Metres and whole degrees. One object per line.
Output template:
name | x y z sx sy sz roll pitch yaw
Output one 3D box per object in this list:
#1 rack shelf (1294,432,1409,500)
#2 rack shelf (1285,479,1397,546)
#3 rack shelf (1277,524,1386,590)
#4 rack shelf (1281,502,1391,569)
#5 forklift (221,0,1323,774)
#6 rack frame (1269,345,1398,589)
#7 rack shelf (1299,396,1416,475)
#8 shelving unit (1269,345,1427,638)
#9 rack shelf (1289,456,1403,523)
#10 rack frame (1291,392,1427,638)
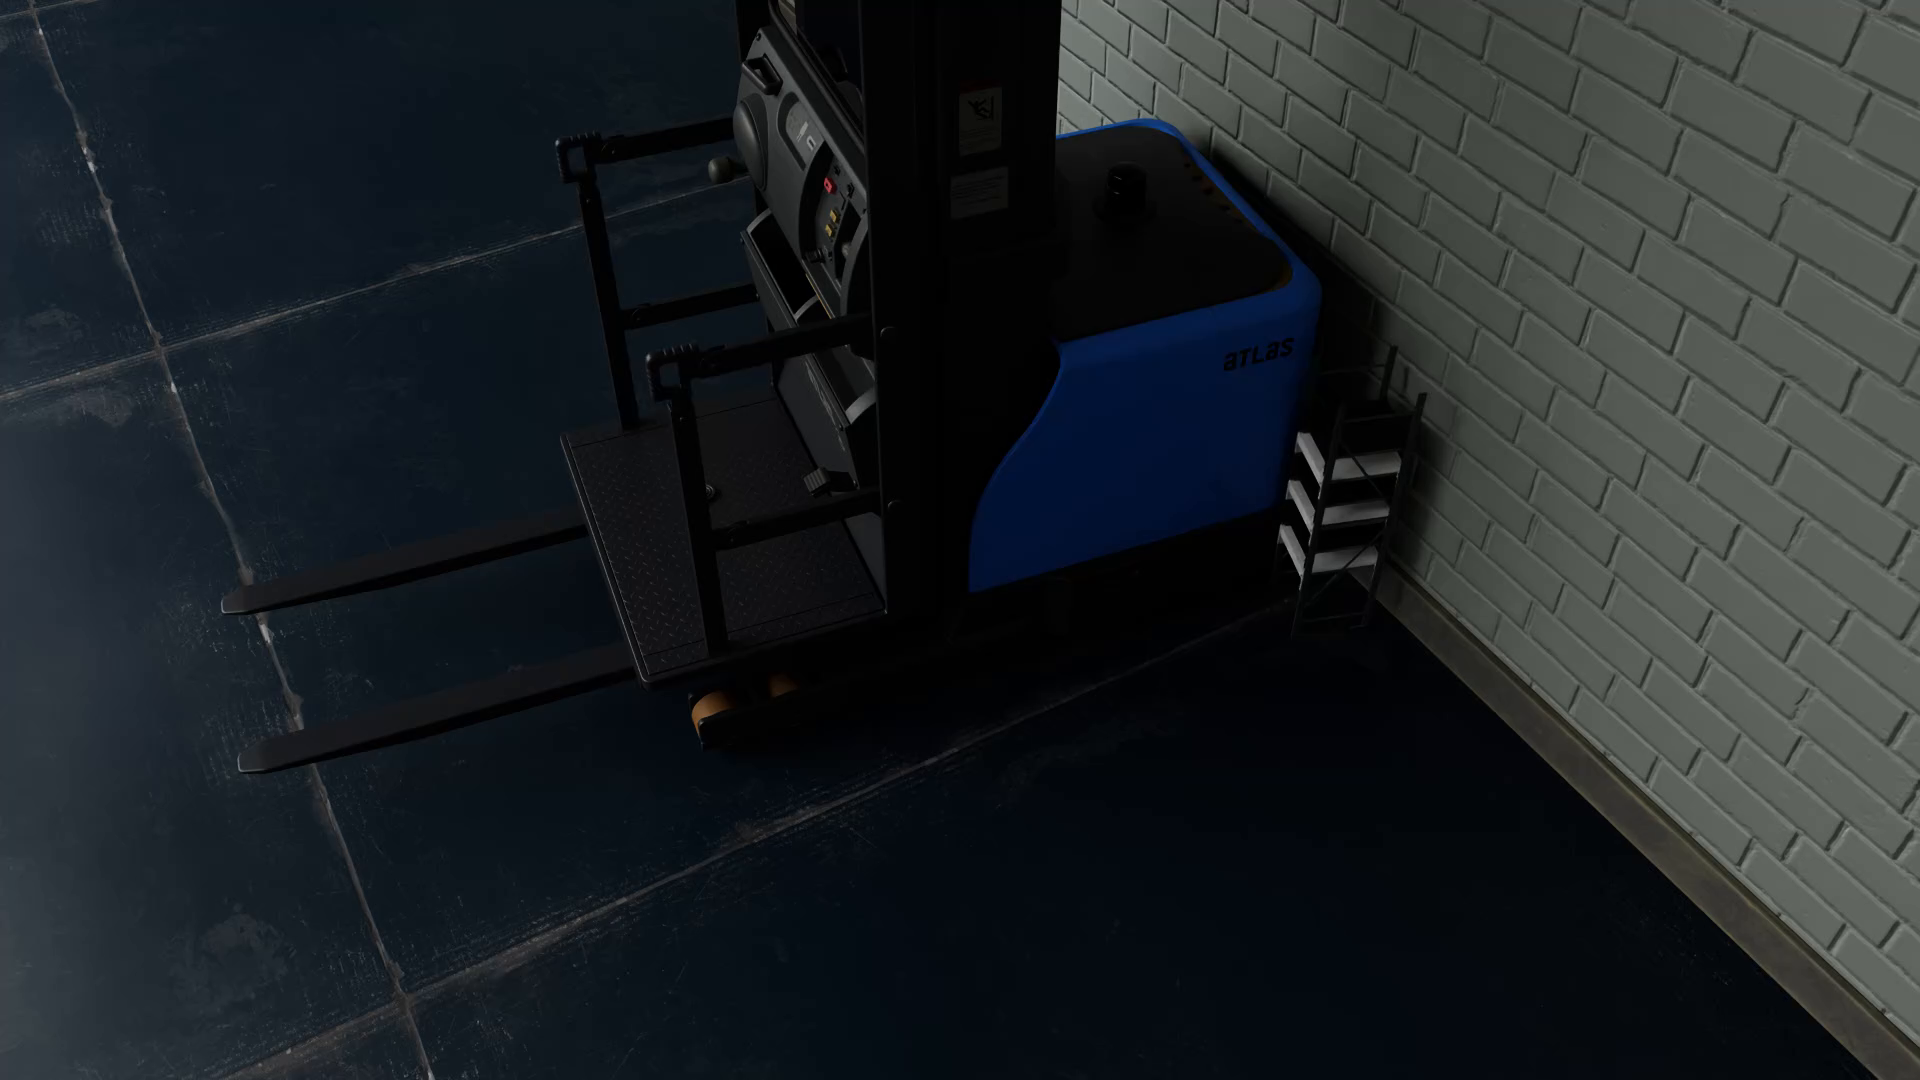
rack shelf | 1.085 -0.223 4.622 0.258 0.077 0.200 -8 45 -8
rack shelf | 1.085 -0.095 4.748 0.258 0.077 0.200 -8 45 -8
rack shelf | 1.084 0.034 4.874 0.258 0.077 0.200 -8 45 -8
rack shelf | 1.085 -0.030 4.811 0.258 0.077 0.200 -8 45 -8
forklift | -0.583 -0.892 4.064 3.031 2.935 1.130 -15 46 -15
rack frame | 1.065 -0.188 4.796 0.240 0.900 0.006 -8 45 -8
rack shelf | 1.085 -0.287 4.559 0.258 0.077 0.200 -8 45 -8
shelving unit | 1.085 -0.118 4.725 0.258 0.900 0.210 -8 45 -8
rack shelf | 1.085 -0.159 4.685 0.258 0.077 0.200 -8 45 -8
rack frame | 1.104 -0.048 4.654 0.240 0.900 0.006 -8 45 -8
